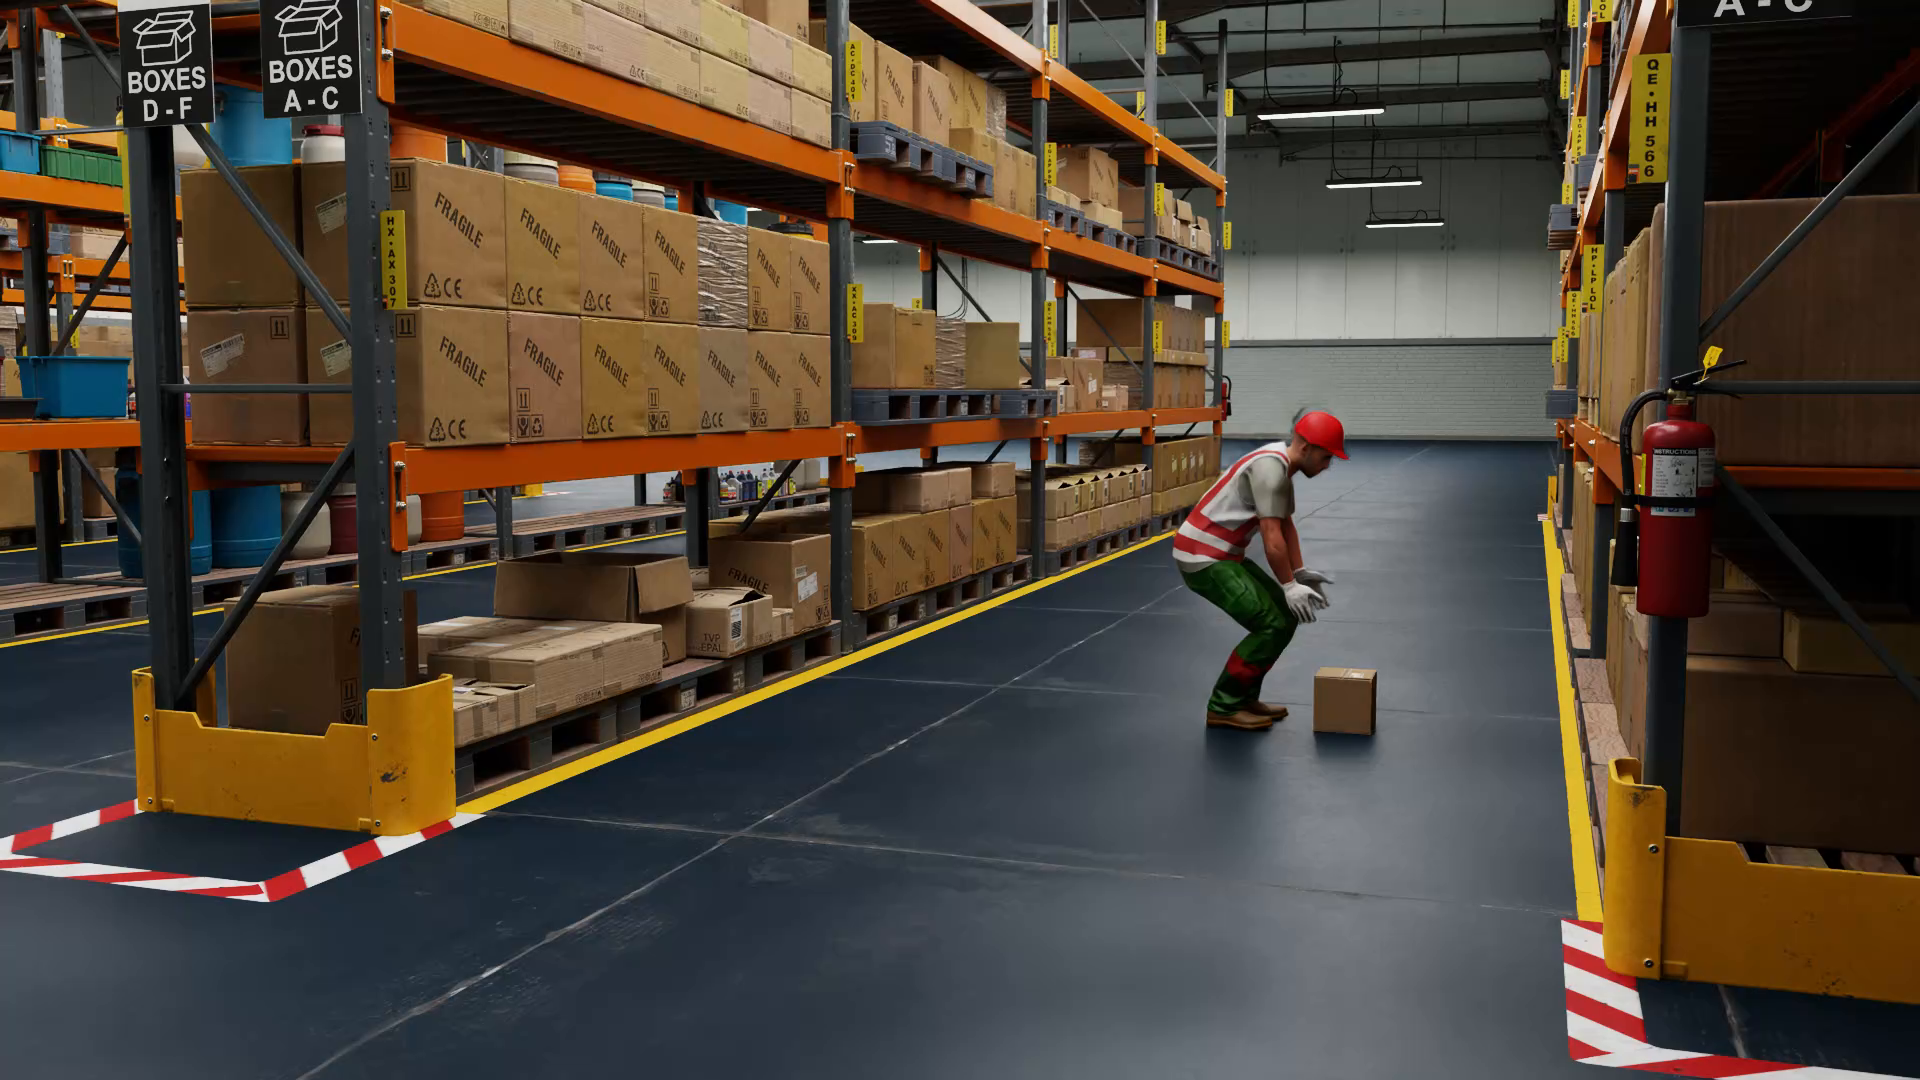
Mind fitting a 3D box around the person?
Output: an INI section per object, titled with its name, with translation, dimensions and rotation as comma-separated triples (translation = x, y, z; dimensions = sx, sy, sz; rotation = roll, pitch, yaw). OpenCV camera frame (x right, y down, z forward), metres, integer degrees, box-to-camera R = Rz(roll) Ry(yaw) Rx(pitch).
[person]
translation = 1.355, 0.125, 7.517
dimensions = 0.766, 1.412, 0.584
rotation = 2, 5, 19
